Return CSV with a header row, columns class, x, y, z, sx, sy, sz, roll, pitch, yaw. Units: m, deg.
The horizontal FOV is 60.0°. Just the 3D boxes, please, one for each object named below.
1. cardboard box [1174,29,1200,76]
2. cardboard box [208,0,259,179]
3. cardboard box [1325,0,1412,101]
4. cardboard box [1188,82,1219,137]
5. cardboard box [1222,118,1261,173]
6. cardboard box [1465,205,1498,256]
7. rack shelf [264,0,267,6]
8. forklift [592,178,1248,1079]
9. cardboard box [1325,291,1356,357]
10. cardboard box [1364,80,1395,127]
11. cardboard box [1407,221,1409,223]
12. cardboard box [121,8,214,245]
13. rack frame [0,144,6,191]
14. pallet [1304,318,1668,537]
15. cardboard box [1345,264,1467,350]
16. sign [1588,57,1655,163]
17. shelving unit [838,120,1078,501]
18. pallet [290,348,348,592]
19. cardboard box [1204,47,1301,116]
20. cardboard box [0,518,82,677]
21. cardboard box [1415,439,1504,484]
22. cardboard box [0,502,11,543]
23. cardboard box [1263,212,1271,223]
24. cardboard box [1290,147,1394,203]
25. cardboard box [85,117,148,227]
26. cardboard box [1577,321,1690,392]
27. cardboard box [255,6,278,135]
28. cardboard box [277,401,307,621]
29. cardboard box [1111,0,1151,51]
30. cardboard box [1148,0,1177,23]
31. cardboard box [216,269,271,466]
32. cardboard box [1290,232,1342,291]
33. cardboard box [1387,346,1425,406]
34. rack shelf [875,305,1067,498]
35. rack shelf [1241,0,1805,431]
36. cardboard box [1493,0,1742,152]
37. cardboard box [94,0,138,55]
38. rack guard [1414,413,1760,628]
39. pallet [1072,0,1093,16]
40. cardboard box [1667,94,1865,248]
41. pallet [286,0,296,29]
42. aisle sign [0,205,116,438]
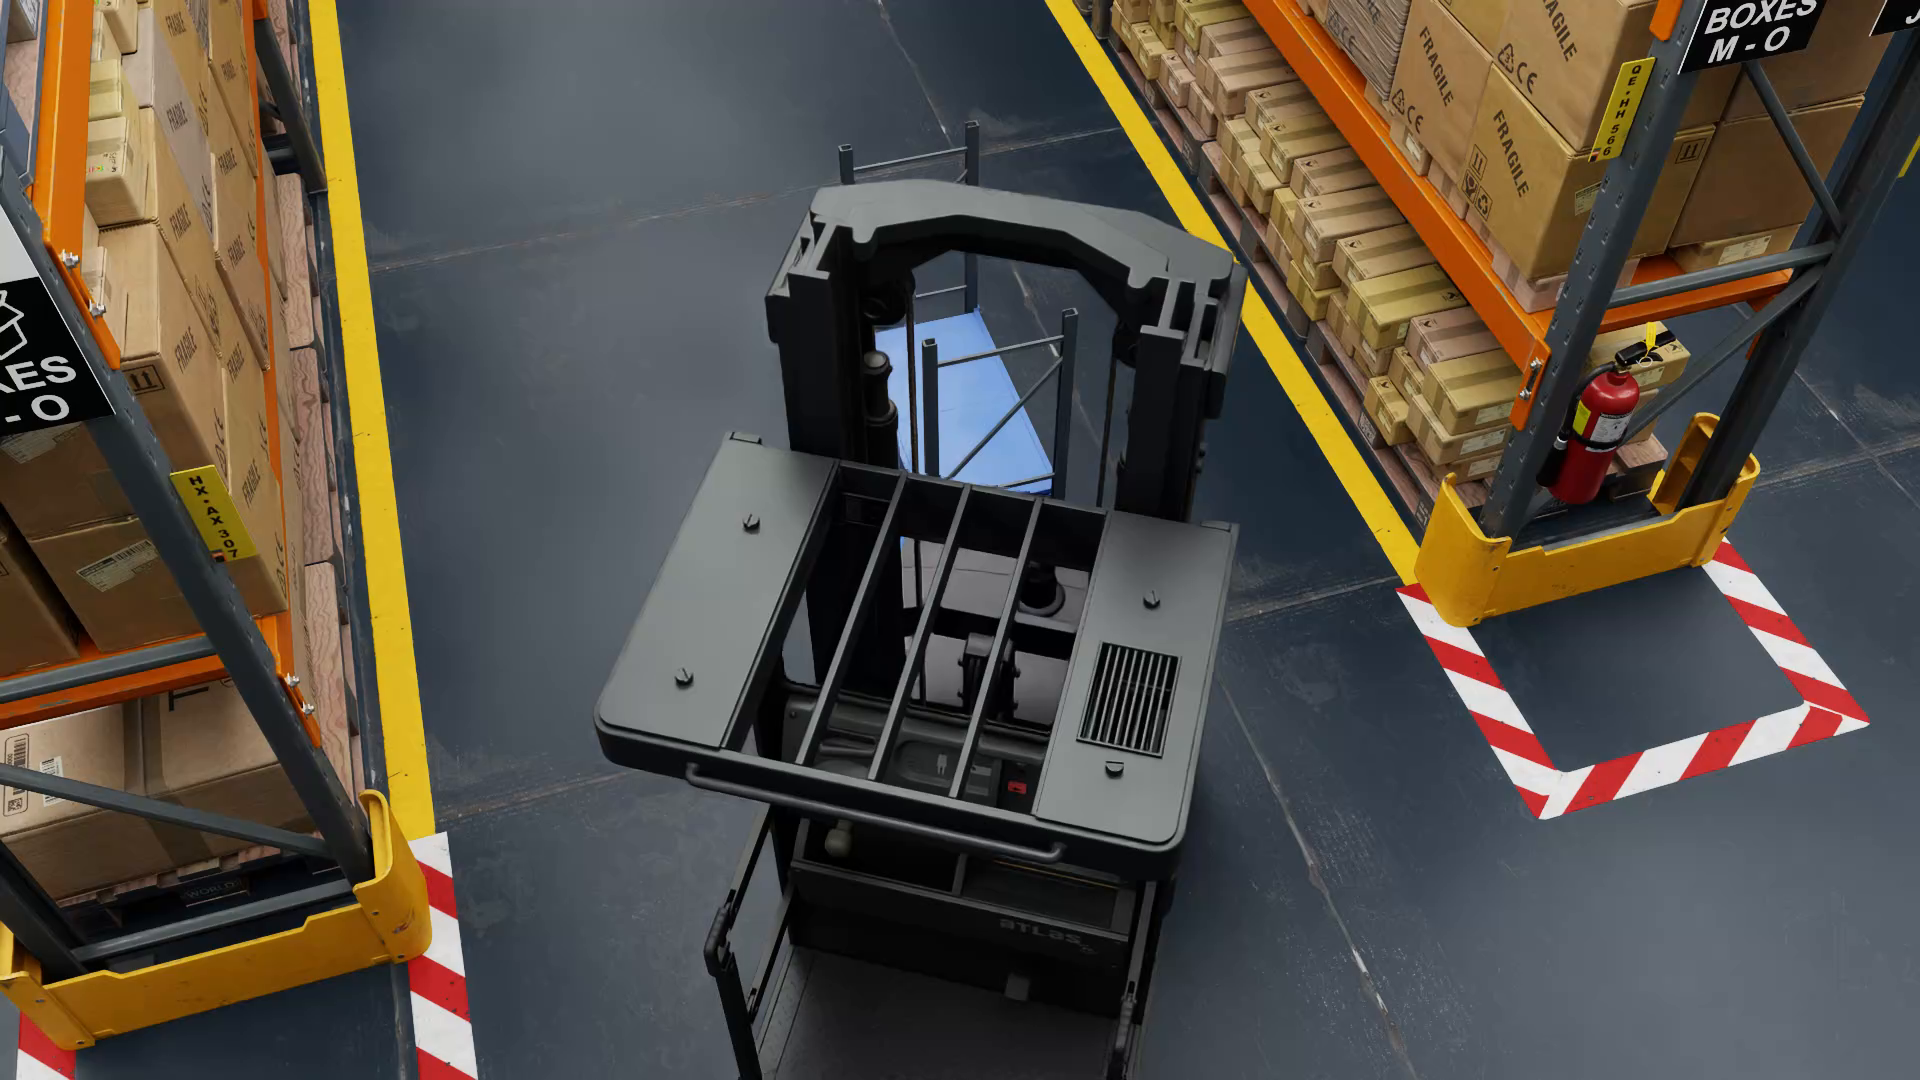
class,x,y,z,sx,sy,sz,roll,pitch,yaw
cardboard box,1.257,-2.389,7.987,0.380,0.149,0.250,-14,51,-11
cardboard box,-2.808,-1.568,5.834,0.500,0.500,0.500,-14,51,-12
cardboard box,1.687,-1.970,5.978,0.500,0.500,0.500,-13,51,-11
cardboard box,1.314,-2.087,7.927,0.380,0.149,0.250,-14,51,-12
cardboard box,1.407,-1.786,7.479,0.380,0.149,0.250,-14,51,-11
cardboard box,1.968,-1.110,5.678,0.380,0.149,0.250,-13,51,-11
rack shelf,-4.101,-3.784,8.238,1.077,0.370,4.000,-13,51,-11
forklift,-0.041,0.758,3.984,1.130,2.935,3.031,11,51,9
cardboard box,1.763,-0.935,6.956,0.380,0.149,0.250,-13,51,-11
cardboard box,1.732,-1.670,6.150,0.380,0.149,0.250,-15,52,-13
cardboard box,2.137,-1.335,7.099,0.380,0.149,0.250,-16,52,-13
cardboard box,-2.516,-1.153,4.830,0.500,0.500,0.500,-14,51,-11
rack frame,-2.327,-1.567,1.975,1.000,3.000,0.127,-13,51,-11
pallet,2.143,-0.584,6.894,1.003,0.211,1.213,-13,51,-11
cardboard box,1.756,-0.921,6.555,0.380,0.149,0.250,-14,51,-12
sign,1.836,-1.190,4.617,0.100,0.325,0.005,-13,51,-11
shelving unit,-0.025,-0.546,6.019,0.538,1.500,1.048,-13,51,-11
pallet,-2.995,-0.190,6.562,1.003,0.211,1.213,-13,51,-11
cardboard box,1.336,-2.080,7.532,0.380,0.149,0.250,-12,51,-10
cardboard box,-2.722,0.042,4.477,0.500,0.500,0.500,-13,51,-11
cardboard box,2.017,-0.380,6.488,0.380,0.149,0.250,-13,51,-10
cardboard box,-2.697,-0.286,4.100,0.500,0.500,0.500,-12,51,-10
cardboard box,1.563,-1.513,7.443,0.380,0.149,0.250,-12,51,-10
cardboard box,1.635,-1.525,7.065,0.380,0.149,0.250,-15,51,-12
cardboard box,-2.280,-0.910,4.201,0.380,0.149,0.250,-12,51,-10
cardboard box,2.541,-0.694,6.364,0.380,0.149,0.250,-15,52,-13
cardboard box,-3.770,-2.440,7.750,0.875,0.875,0.875,-12,51,-10
cardboard box,-2.896,-0.069,6.037,0.875,0.438,0.875,-12,51,-10
cardboard box,0.990,-2.626,8.381,0.380,0.149,0.250,-15,52,-13
cardboard box,1.118,-2.643,8.007,0.380,0.149,0.250,-11,51,-9
cardboard box,-2.371,-0.444,4.887,0.500,0.500,0.500,-14,51,-11
cardboard box,1.622,-1.214,6.997,0.380,0.149,0.250,-13,51,-10
cardboard box,1.917,-0.663,6.532,0.380,0.149,0.250,-14,51,-12
rack shelf,-0.025,-0.430,6.156,0.538,0.185,1.000,-13,51,-11
rack shelf,1.780,-2.055,6.781,1.077,0.370,4.000,-13,51,-11
cardboard box,1.999,-1.555,4.974,0.500,0.500,0.500,-14,51,-12
cardboard box,-2.537,-1.470,4.673,0.380,0.149,0.250,-13,51,-11
rack guard,2.349,-0.076,6.277,1.175,0.500,0.348,-13,51,-11
pallet,0.957,-3.417,9.282,1.003,0.211,1.213,-13,51,-11
cardboard box,2.503,-1.345,5.451,0.500,0.500,0.500,-11,51,-9
pallet,-4.174,-3.095,9.011,1.003,0.211,1.213,-13,51,-11
aisle sign,-2.029,-0.484,3.286,0.394,0.787,0.004,-13,51,-11
